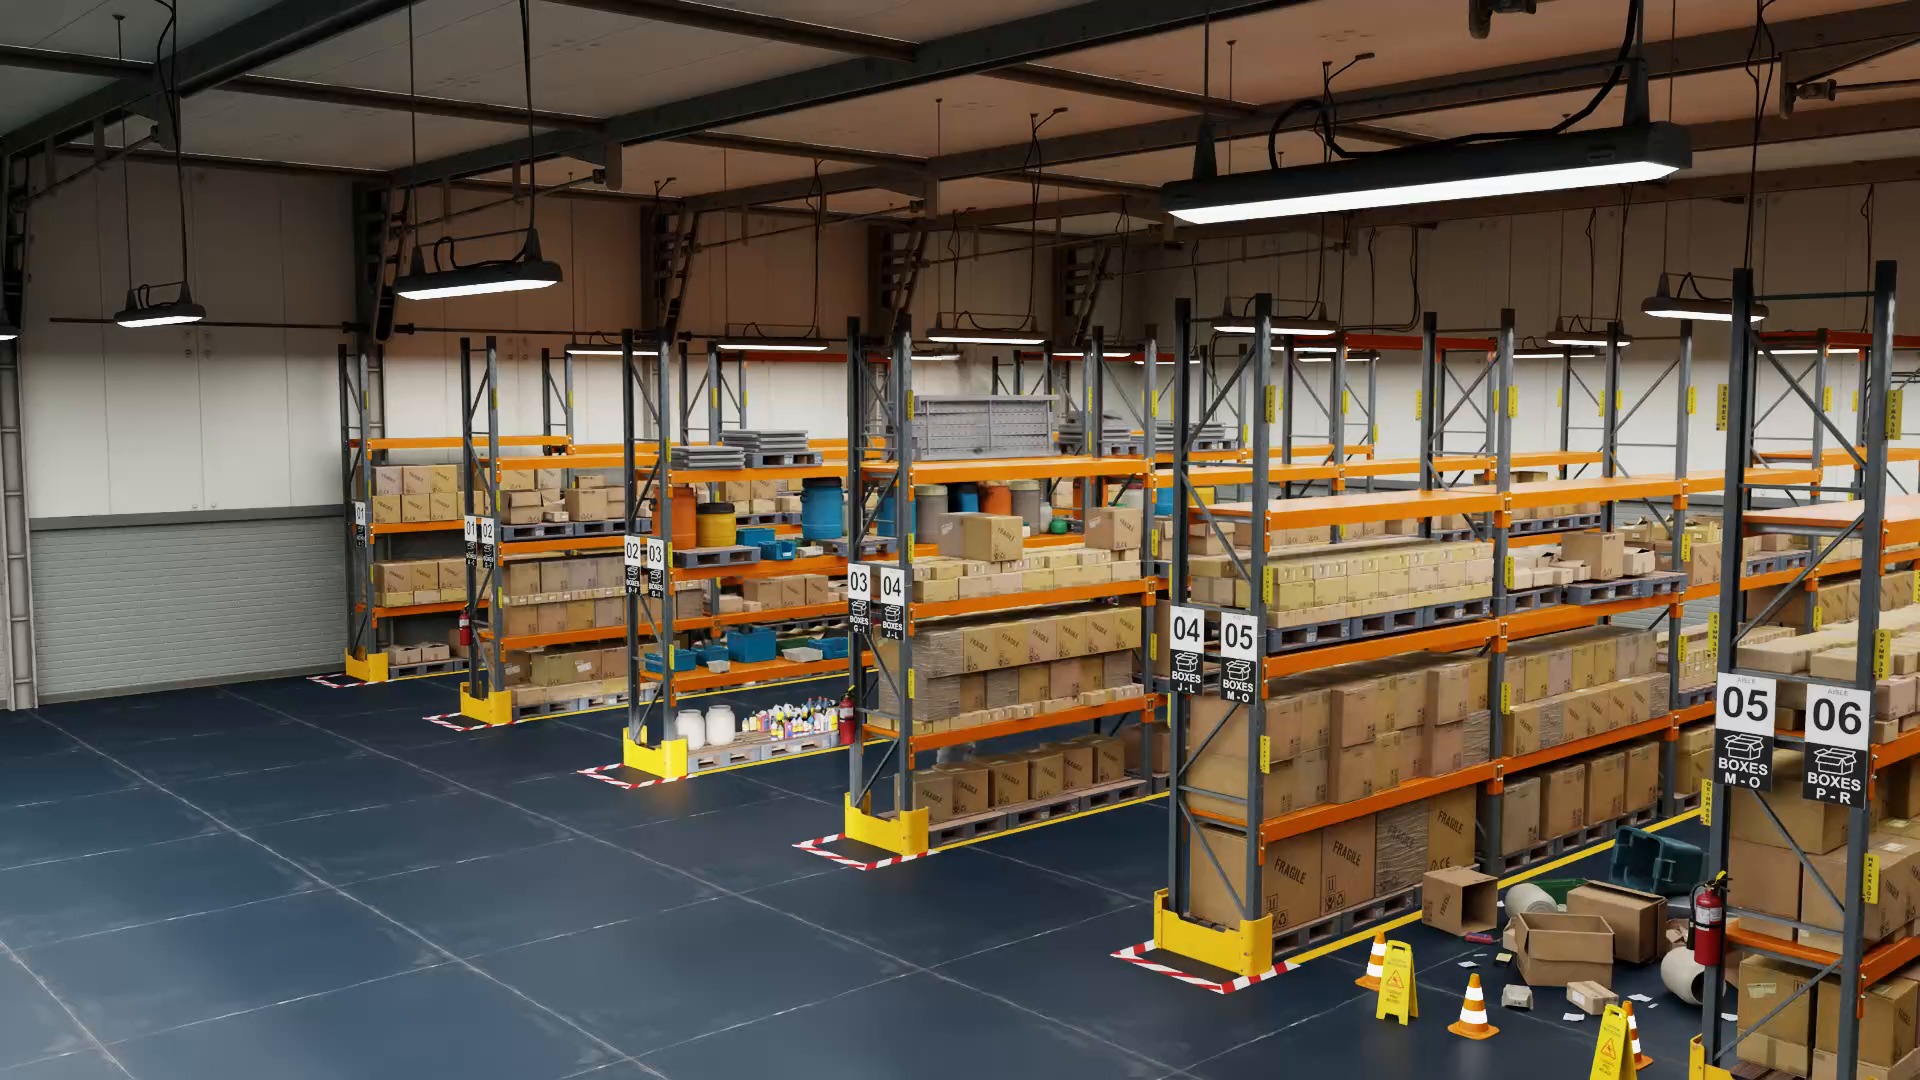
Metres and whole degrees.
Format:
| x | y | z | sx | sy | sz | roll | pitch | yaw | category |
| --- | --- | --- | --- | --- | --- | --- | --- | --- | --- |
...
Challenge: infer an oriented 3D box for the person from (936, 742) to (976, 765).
| x | y | z | sx | sy | sz | roll | pitch | yaw | category |
| --- | --- | --- | --- | --- | --- | --- | --- | --- | --- |
| -0.090 | 2.320 | 22.160 | 0.686 | 1.772 | 0.921 | 5 | 7 | 44 | person |

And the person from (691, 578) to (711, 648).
| x | y | z | sx | sy | sz | roll | pitch | yaw | category |
| --- | --- | --- | --- | --- | --- | --- | --- | --- | --- |
| -4.962 | 1.416 | 31.911 | 0.630 | 1.844 | 0.727 | 4 | 7 | 41 | person |
